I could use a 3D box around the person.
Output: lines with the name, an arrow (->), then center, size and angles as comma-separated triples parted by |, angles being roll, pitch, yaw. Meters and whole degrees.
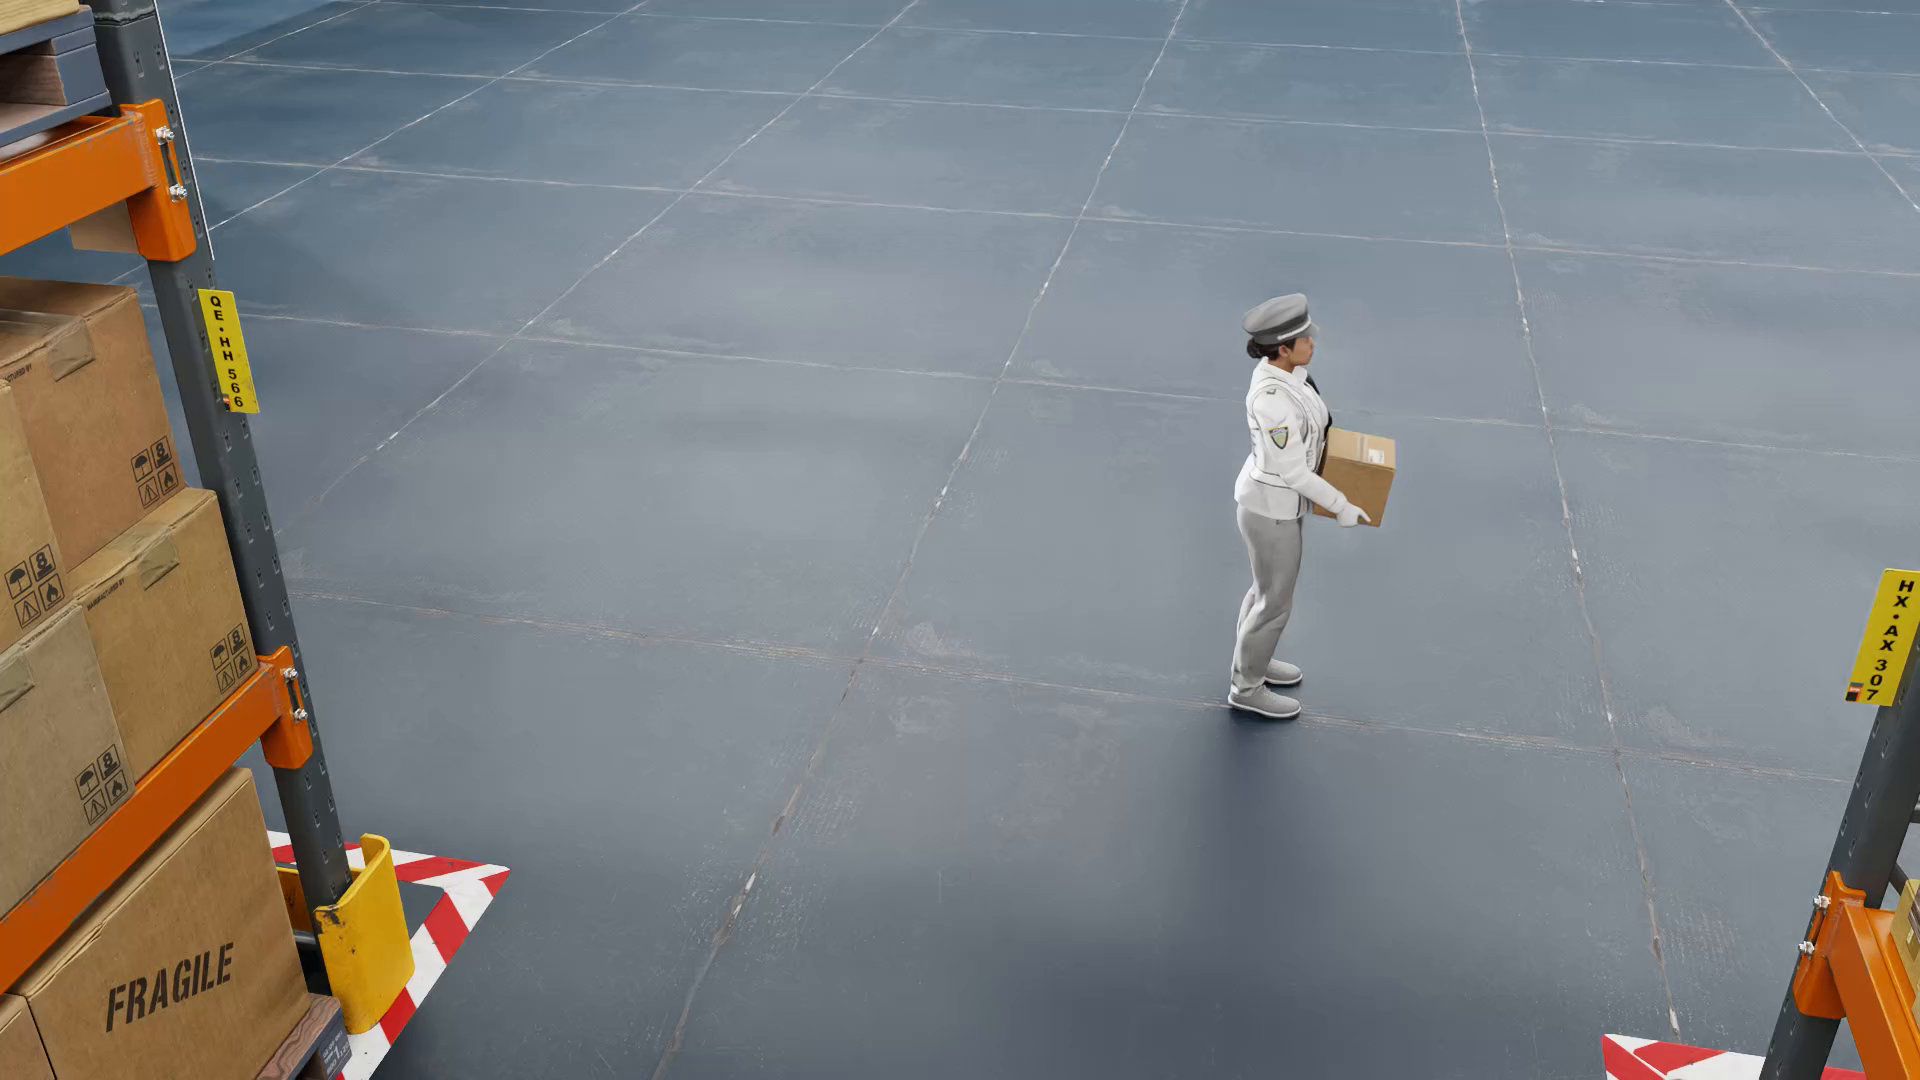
person -> 1.279, -0.114, 6.309 | 0.536, 1.689, 0.460 | 6, 30, 11
